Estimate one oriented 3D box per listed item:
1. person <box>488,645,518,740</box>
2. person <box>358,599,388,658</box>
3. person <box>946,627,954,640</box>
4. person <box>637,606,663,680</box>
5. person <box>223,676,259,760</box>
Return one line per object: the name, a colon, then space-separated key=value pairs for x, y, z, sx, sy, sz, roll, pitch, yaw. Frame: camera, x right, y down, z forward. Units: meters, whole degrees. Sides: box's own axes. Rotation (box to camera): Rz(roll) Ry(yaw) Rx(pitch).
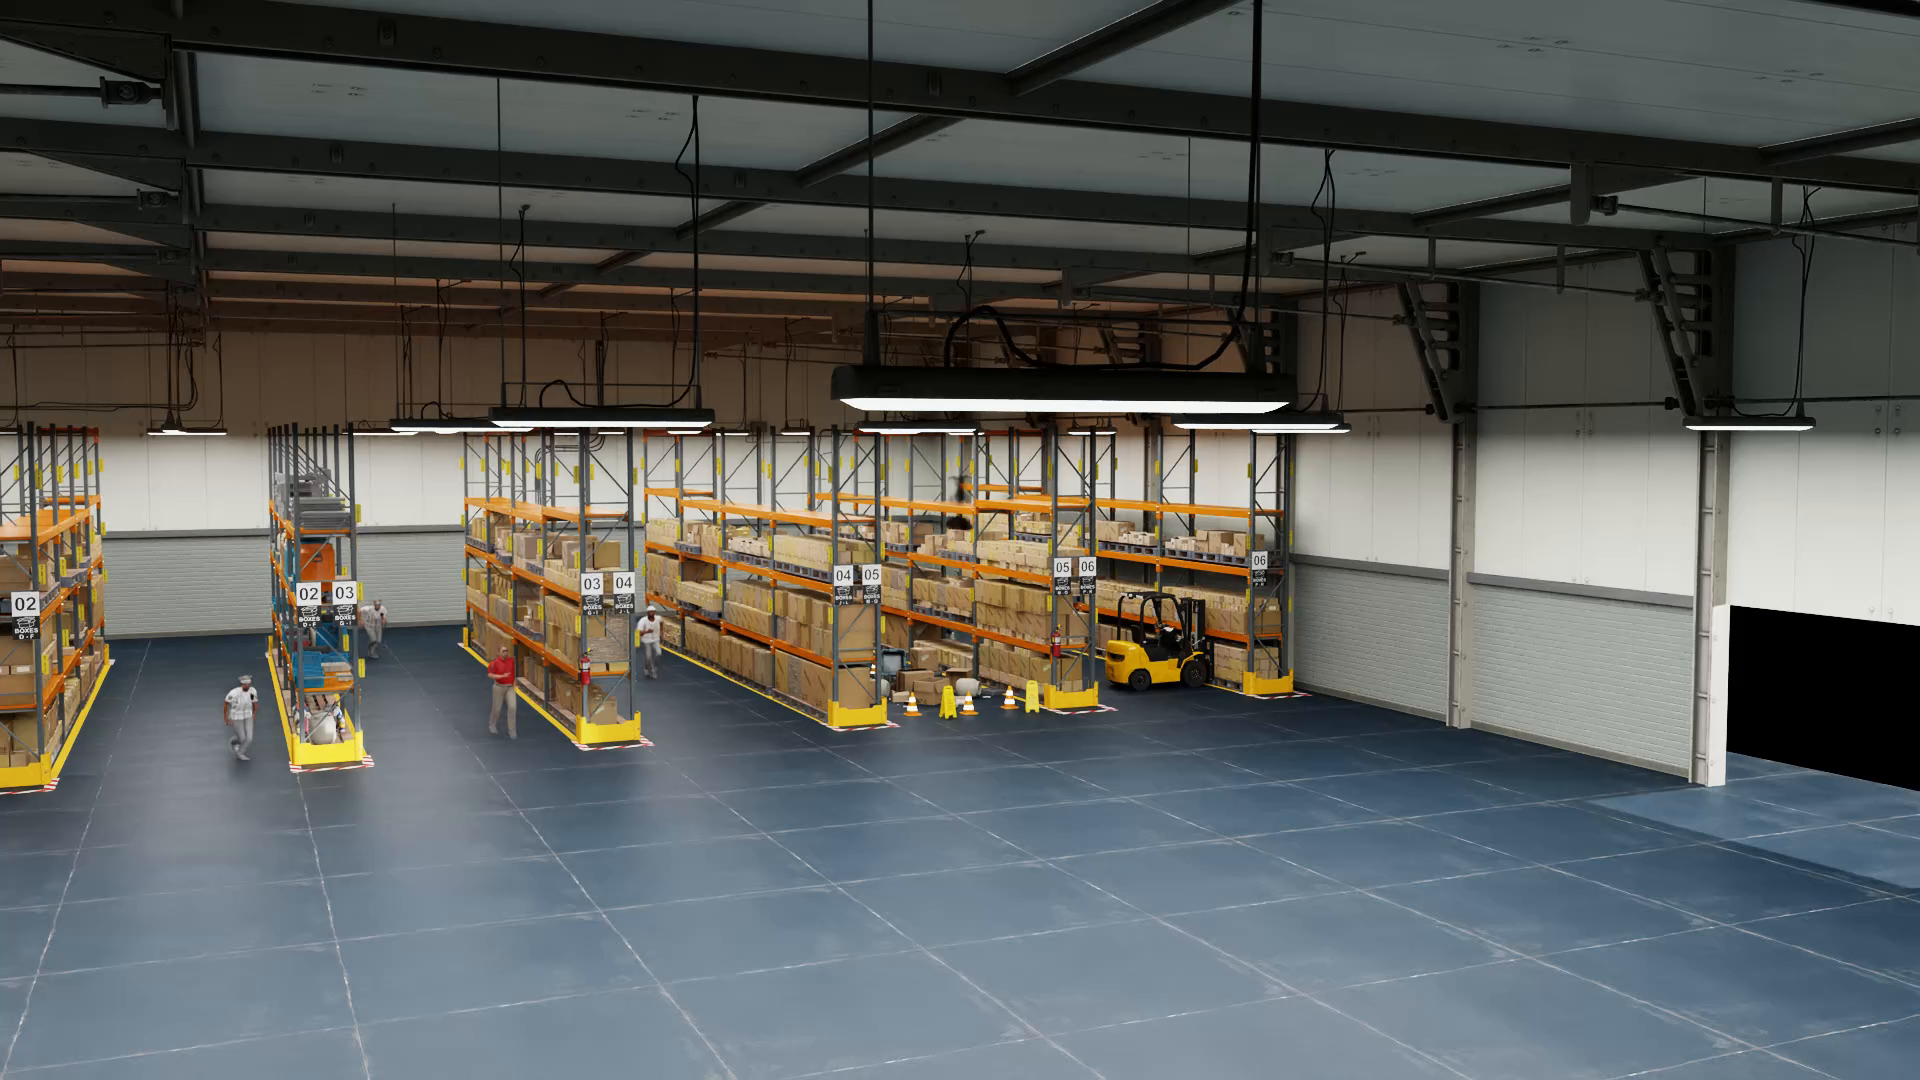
person: x=-8.778 y=2.898 z=31.908 sx=0.641 sy=1.767 sz=0.915 roll=-3 pitch=4 yaw=-37
person: x=-15.240 y=2.303 z=43.181 sx=0.695 sy=1.573 sz=0.895 roll=-3 pitch=4 yaw=-37
person: x=-0.392 y=2.199 z=45.463 sx=0.551 sy=1.562 sz=0.719 roll=-2 pitch=4 yaw=-27
person: x=-7.347 y=2.429 z=39.568 sx=0.730 sy=1.765 sz=0.816 roll=-2 pitch=4 yaw=-31
person: x=-12.776 y=3.149 z=29.539 sx=0.571 sy=1.544 sz=0.694 roll=-3 pitch=5 yaw=-42
